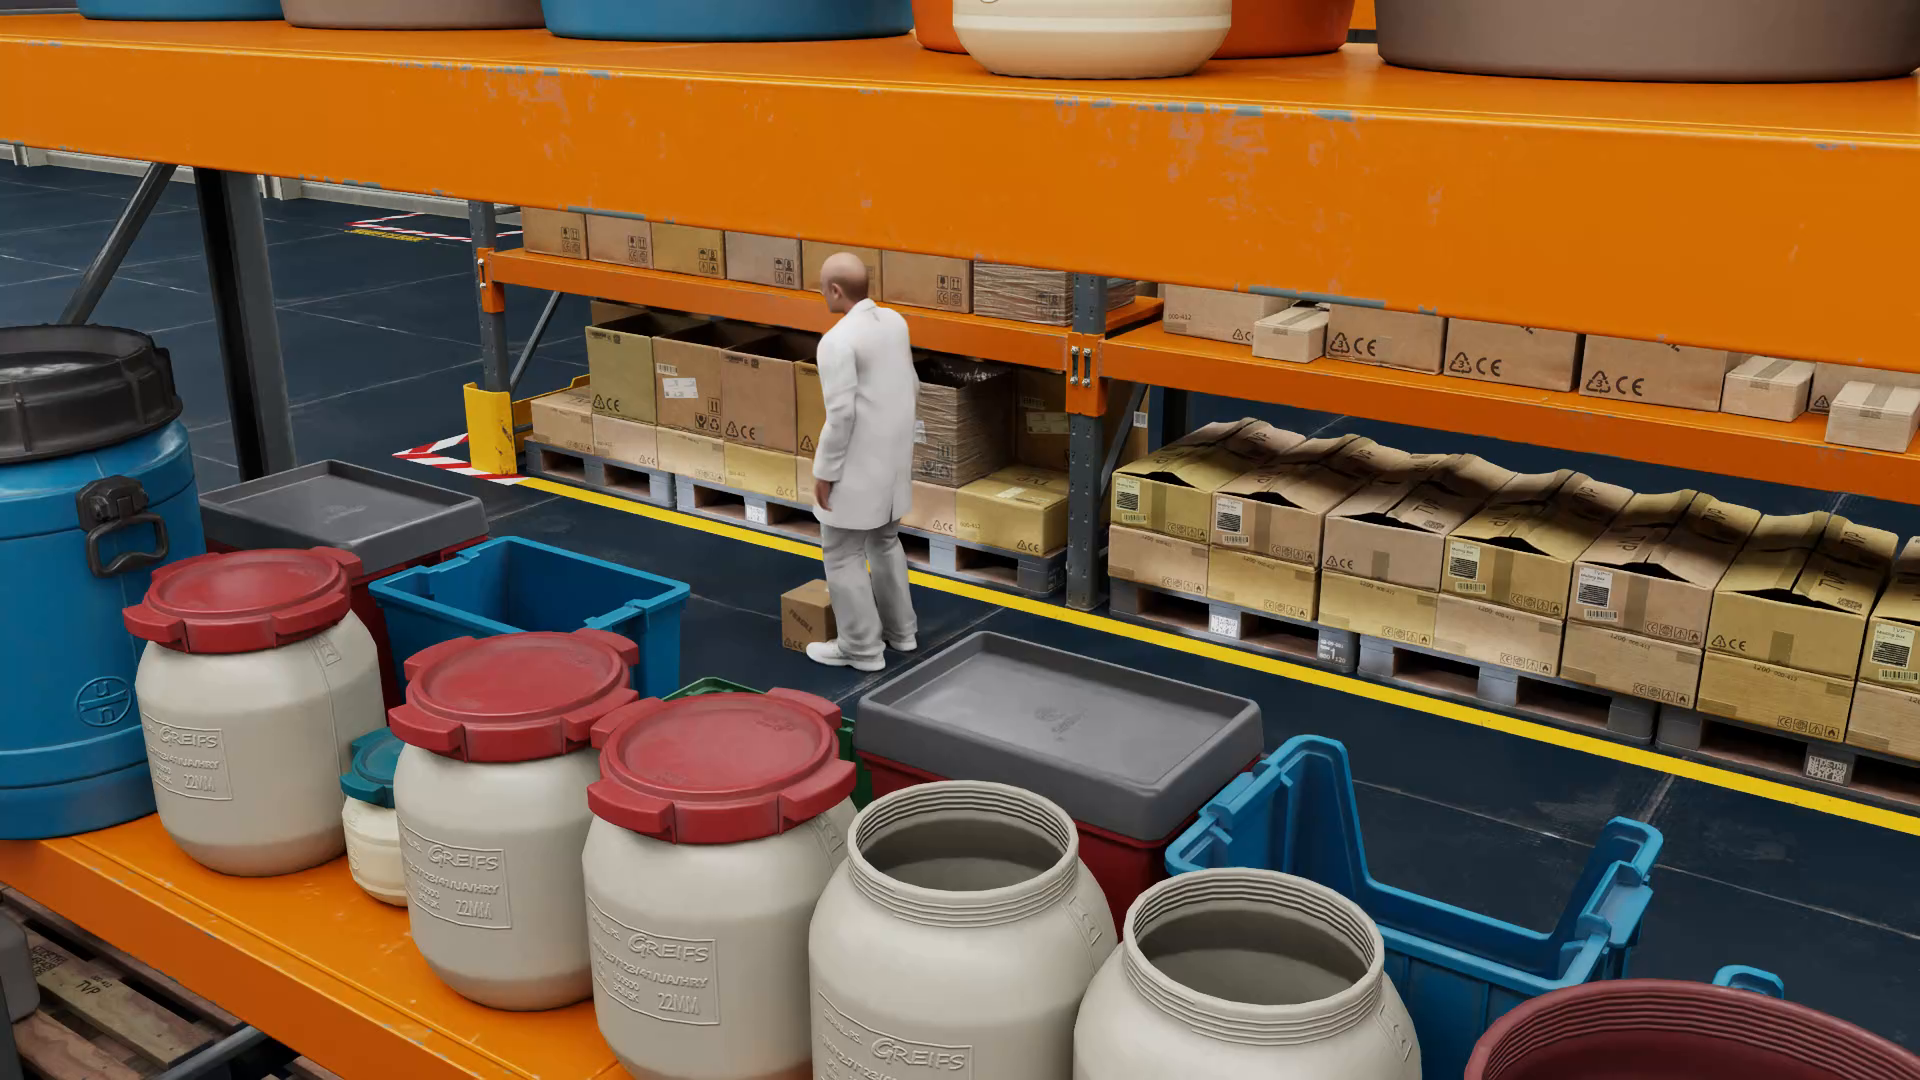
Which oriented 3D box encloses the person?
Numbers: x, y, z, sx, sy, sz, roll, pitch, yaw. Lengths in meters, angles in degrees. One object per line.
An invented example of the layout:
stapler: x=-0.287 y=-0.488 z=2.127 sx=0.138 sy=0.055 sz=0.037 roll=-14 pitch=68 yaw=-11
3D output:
person: x=-0.412 y=-0.326 z=7.014 sx=0.428 sy=1.772 sz=0.642 roll=12 pitch=23 yaw=30
